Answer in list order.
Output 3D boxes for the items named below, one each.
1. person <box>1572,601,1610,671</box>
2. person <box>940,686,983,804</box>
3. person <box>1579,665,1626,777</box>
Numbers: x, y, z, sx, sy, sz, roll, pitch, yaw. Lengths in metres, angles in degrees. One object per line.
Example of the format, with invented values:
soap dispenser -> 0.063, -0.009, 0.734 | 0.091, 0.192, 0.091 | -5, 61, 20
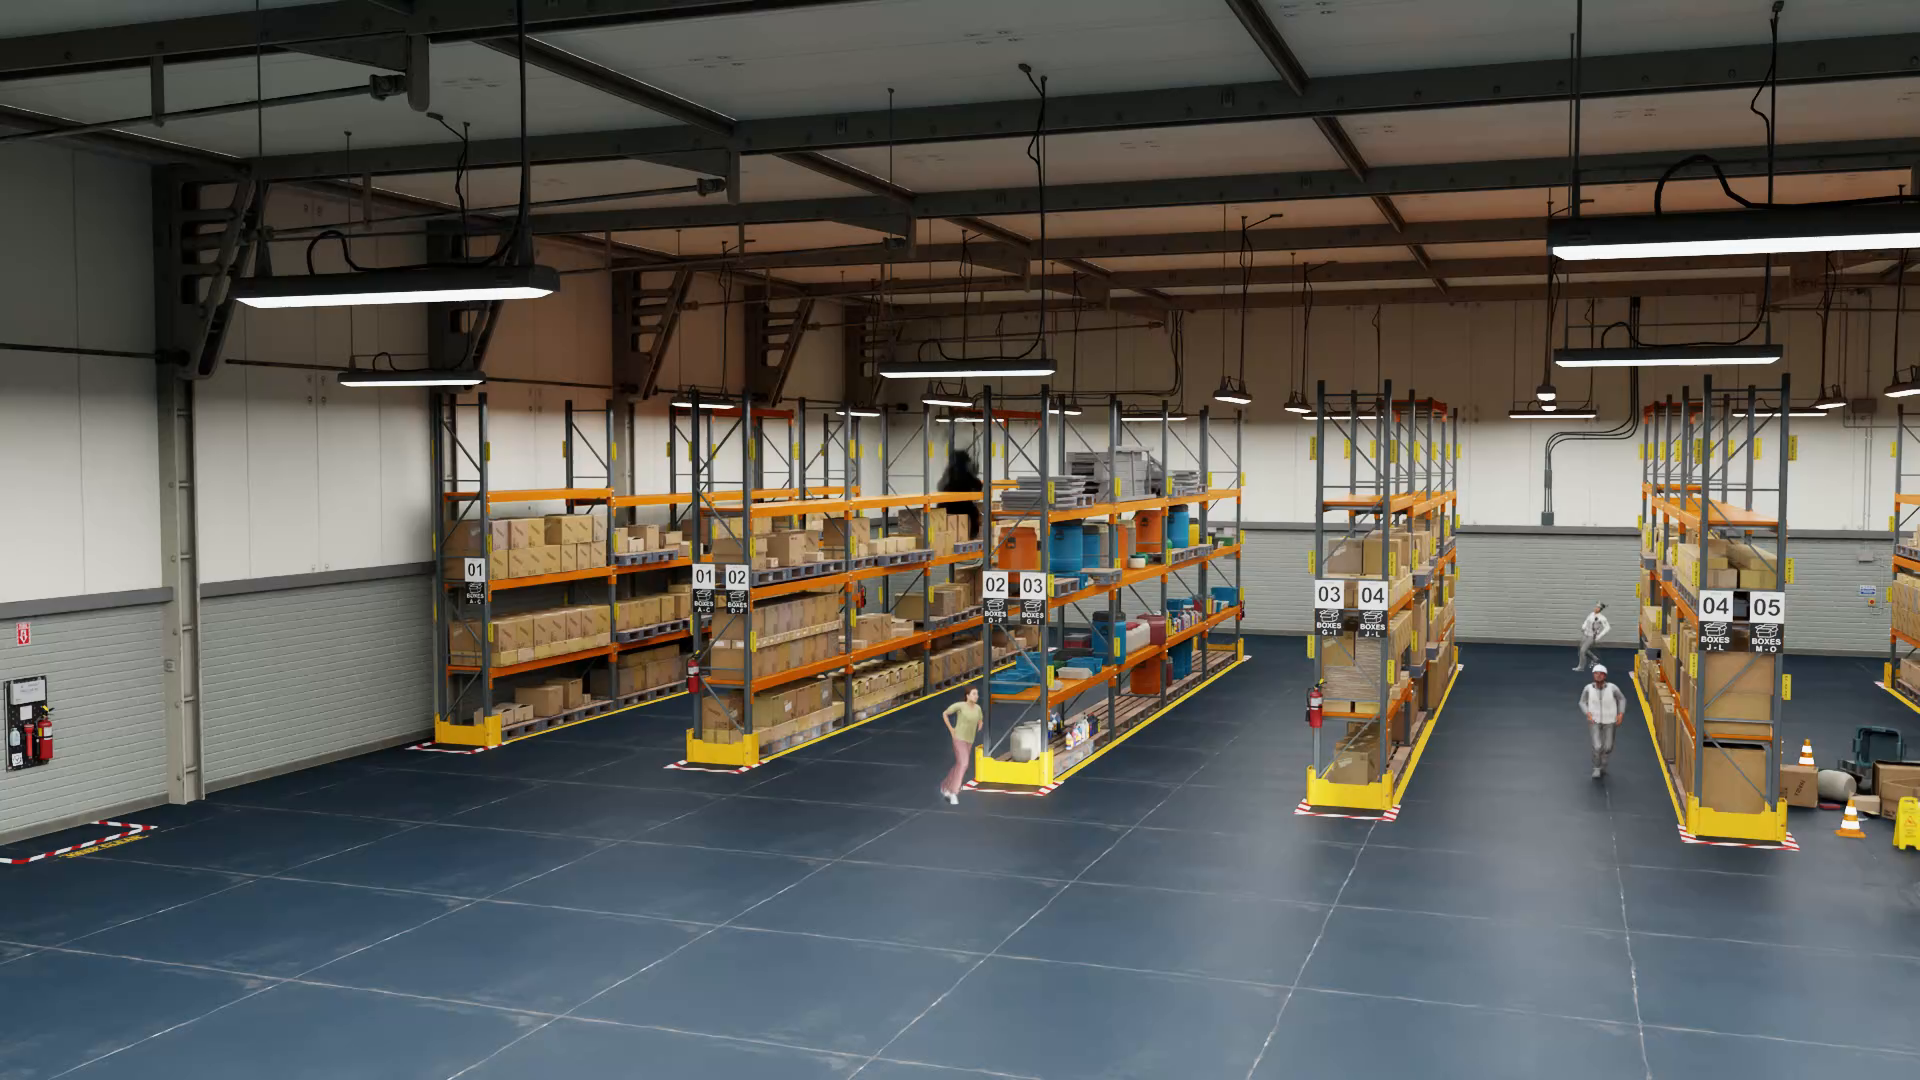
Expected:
person -> 14.280, 2.182, 37.614 | 0.693, 1.611, 0.682 | -1, 3, -14
person -> 0.035, 2.939, 23.969 | 0.675, 1.676, 0.638 | -3, 4, -41
person -> 9.872, 2.782, 25.574 | 0.679, 1.735, 0.646 | 1, 3, 23
